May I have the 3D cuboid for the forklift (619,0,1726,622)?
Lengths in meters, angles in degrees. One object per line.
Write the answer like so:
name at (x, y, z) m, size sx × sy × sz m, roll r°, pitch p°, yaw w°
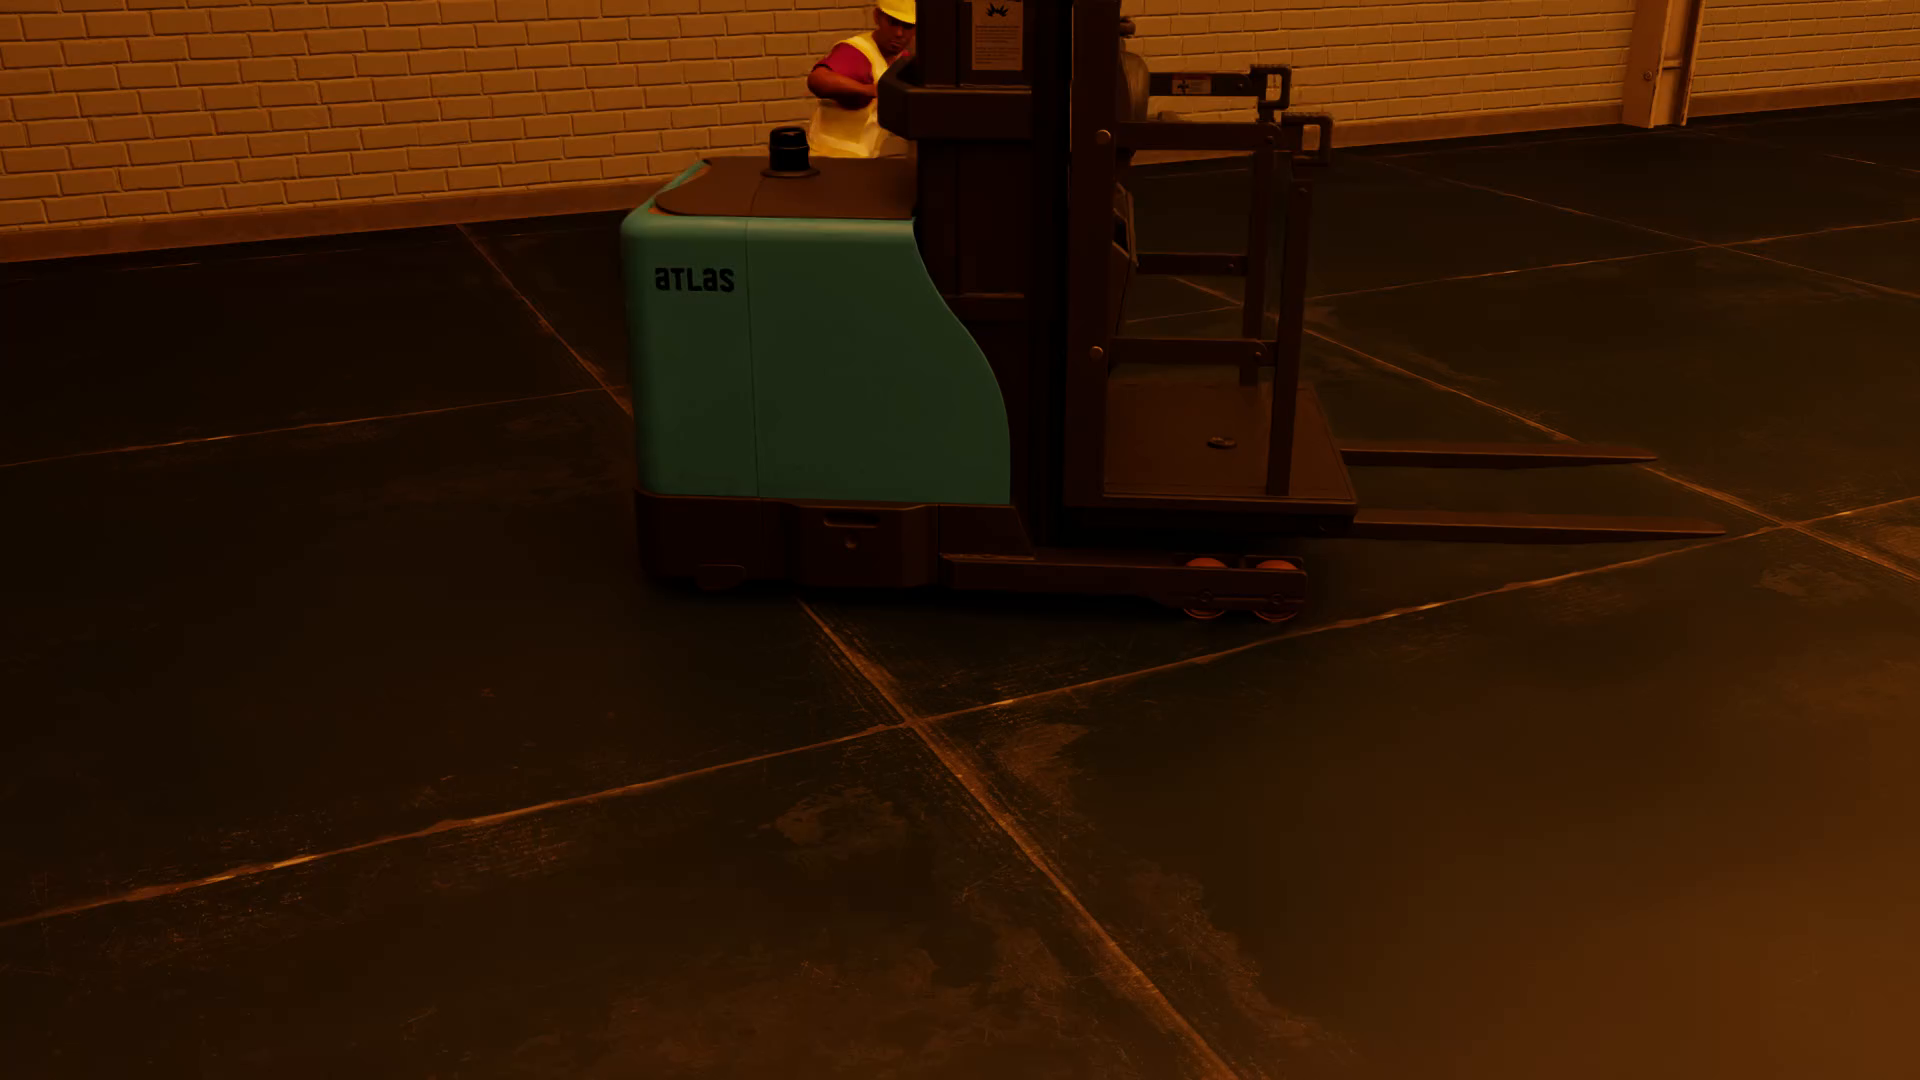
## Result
forklift at (0.627, -1.342, 4.516) m, size 3.031 × 2.935 × 1.130 m, roll 2°, pitch 23°, yaw 4°

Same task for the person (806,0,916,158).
person at (-0.191, -1.488, 6.755) m, size 1.150 × 1.515 × 0.911 m, roll -4°, pitch 23°, yaw -10°
